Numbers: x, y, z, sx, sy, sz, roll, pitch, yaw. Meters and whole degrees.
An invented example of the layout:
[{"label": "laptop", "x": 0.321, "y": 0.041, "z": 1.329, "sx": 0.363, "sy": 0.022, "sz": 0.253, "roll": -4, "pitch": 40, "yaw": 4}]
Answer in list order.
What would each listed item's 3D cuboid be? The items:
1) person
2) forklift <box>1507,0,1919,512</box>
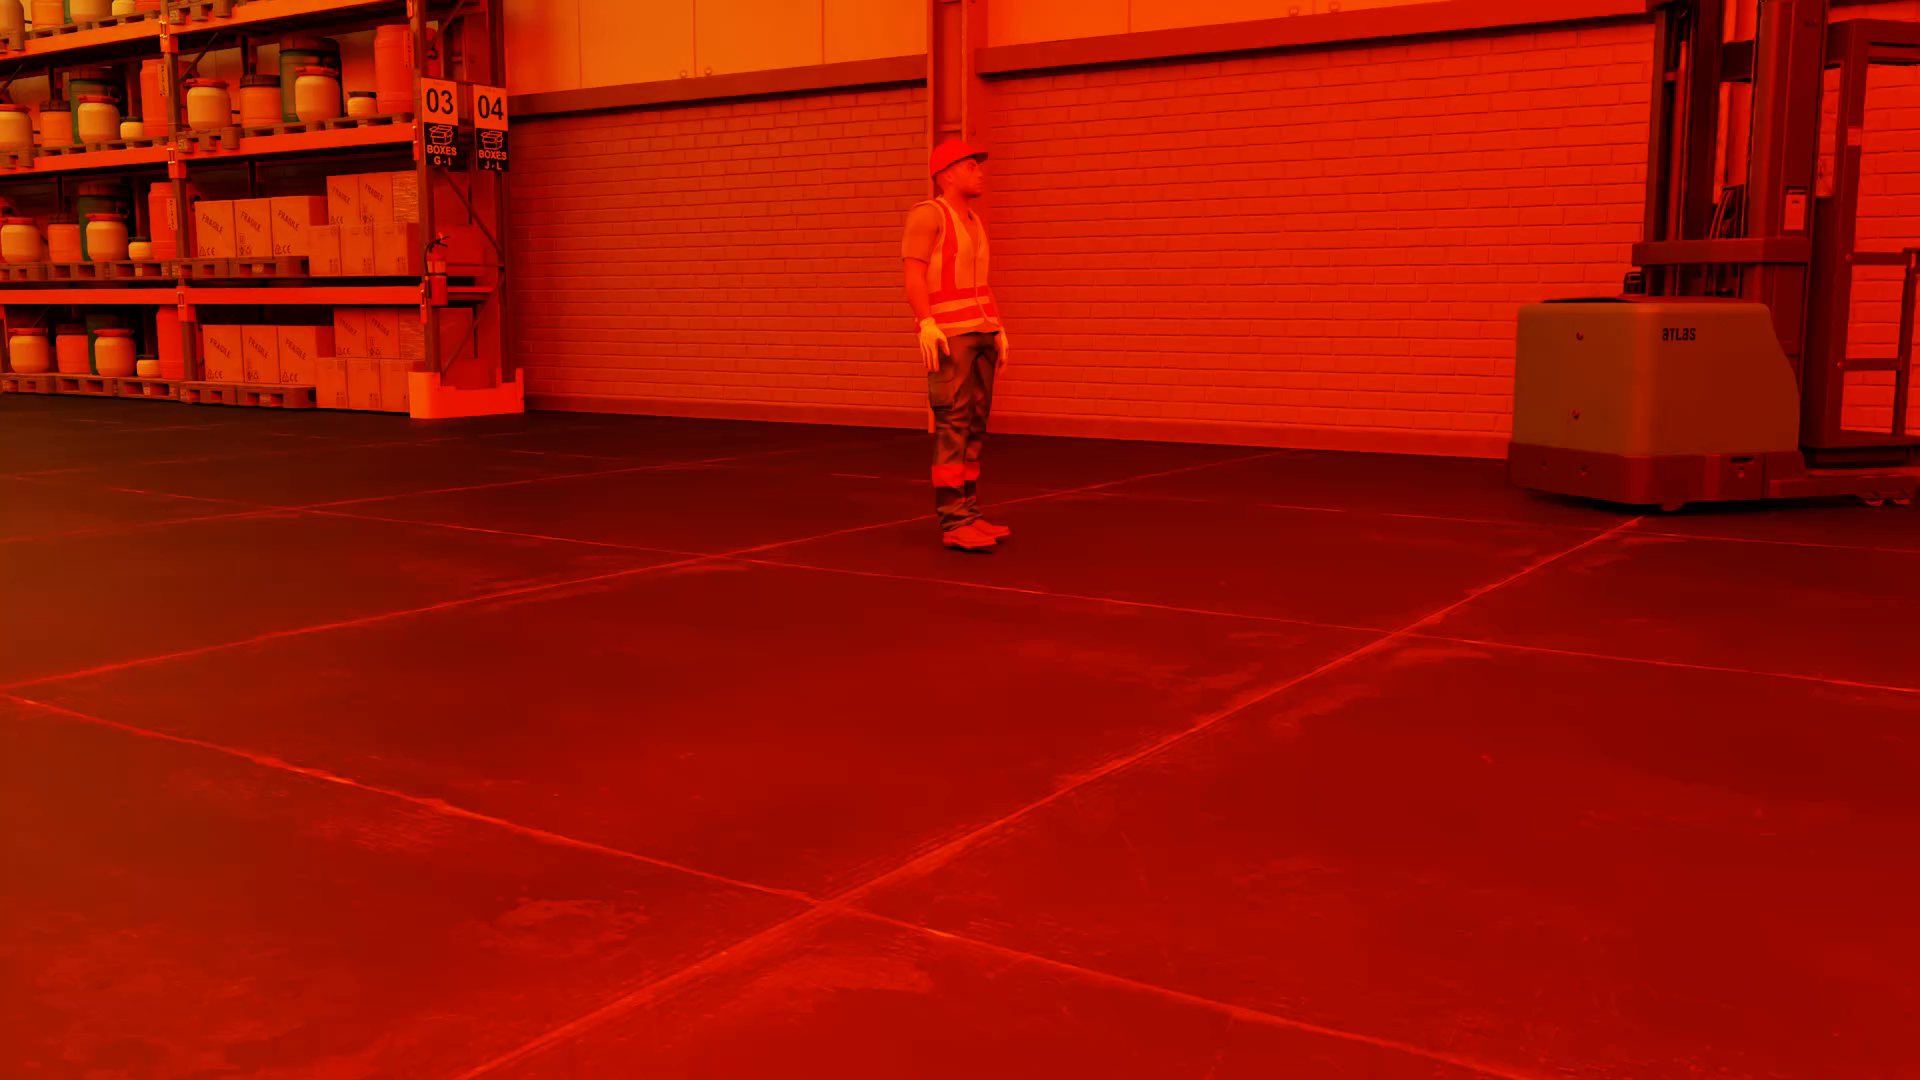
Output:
[{"label": "person", "x": 0.061, "y": -0.885, "z": 7.423, "sx": 0.562, "sy": 1.789, "sz": 0.638, "roll": 5, "pitch": 10, "yaw": 34}, {"label": "forklift", "x": 4.609, "y": -1.697, "z": 9.128, "sx": 3.031, "sy": 2.935, "sz": 1.130, "roll": -3, "pitch": 9, "yaw": -20}]
